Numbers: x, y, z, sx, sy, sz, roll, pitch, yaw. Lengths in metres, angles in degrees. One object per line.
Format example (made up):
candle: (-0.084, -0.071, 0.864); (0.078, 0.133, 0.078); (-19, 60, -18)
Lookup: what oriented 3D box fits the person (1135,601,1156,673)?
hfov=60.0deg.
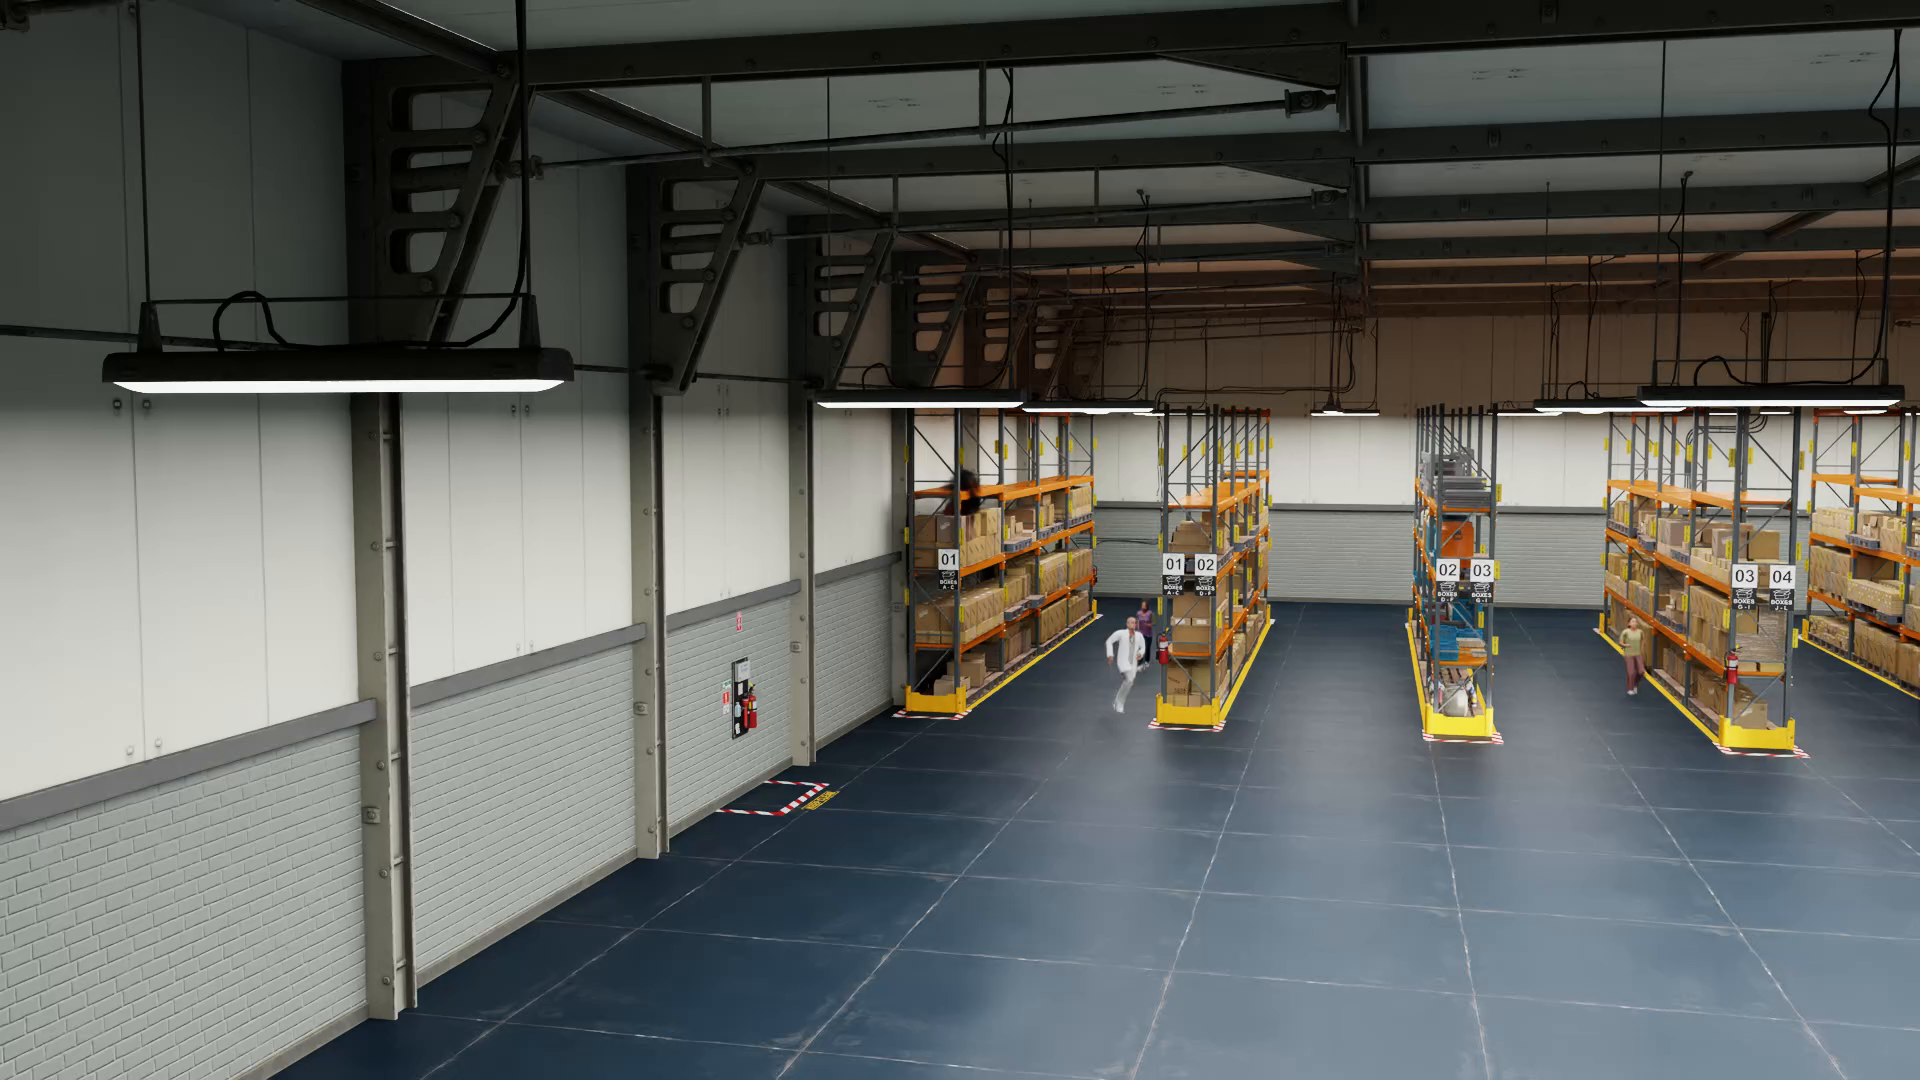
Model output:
person: (4.215, 2.295, 37.766); (0.515, 1.416, 0.760); (1, 4, 14)

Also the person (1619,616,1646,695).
person: (13.911, 2.396, 34.316); (0.568, 1.624, 0.543); (0, 4, 6)

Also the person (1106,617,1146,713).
person: (3.148, 2.320, 31.006); (0.700, 1.740, 0.634); (-2, 5, -23)
